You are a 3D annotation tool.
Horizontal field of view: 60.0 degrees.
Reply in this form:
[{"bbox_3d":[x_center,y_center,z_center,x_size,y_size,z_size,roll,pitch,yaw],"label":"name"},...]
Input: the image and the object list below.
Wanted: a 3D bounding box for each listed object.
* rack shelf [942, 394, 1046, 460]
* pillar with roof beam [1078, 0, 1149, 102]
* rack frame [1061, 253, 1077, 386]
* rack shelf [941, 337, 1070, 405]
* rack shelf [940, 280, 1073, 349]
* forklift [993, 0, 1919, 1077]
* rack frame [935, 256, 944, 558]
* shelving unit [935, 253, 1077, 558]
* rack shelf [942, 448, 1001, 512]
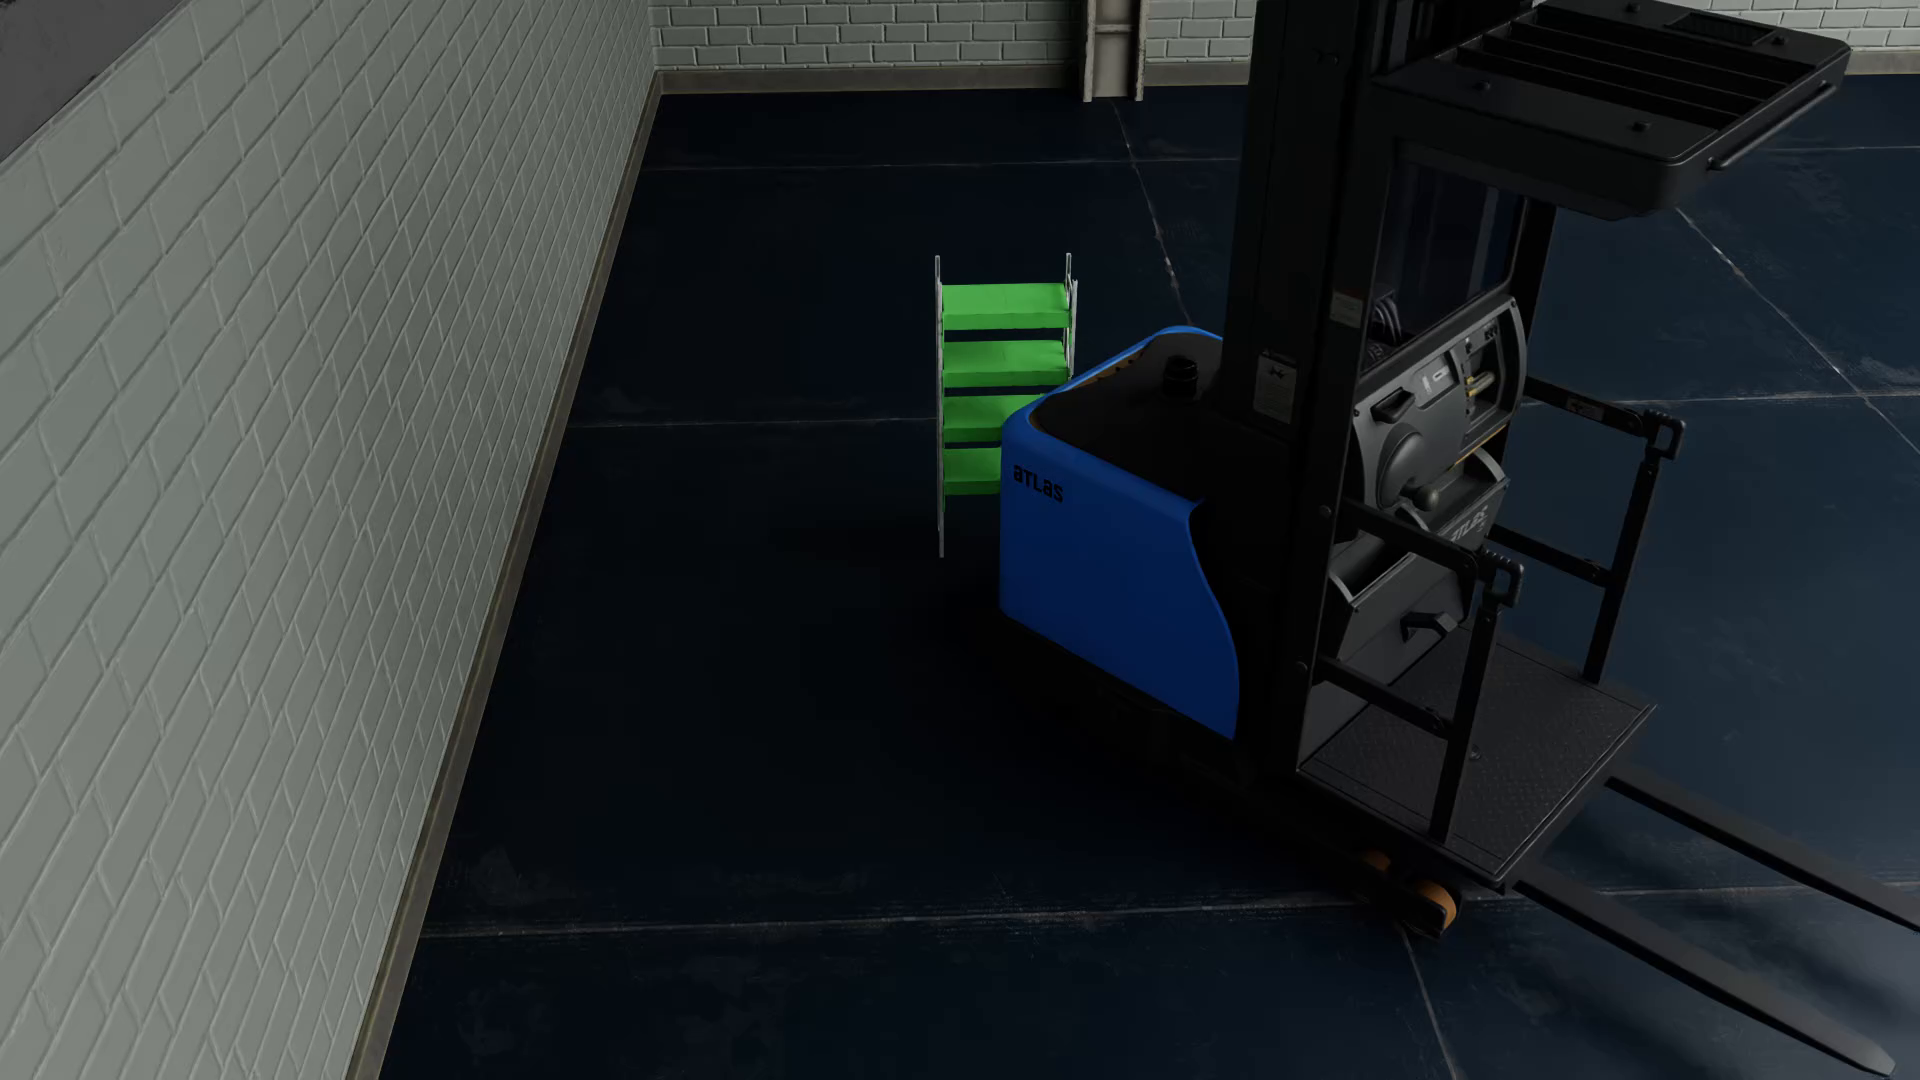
[{"bbox_3d":[0.165,-0.445,6.451,0.480,0.148,0.258,-2,35,-2],"label":"rack shelf"},{"bbox_3d":[1.199,-4.220,4.940,0.400,9.000,9.100,-2,35,-2],"label":"pillar with roof beam"},{"bbox_3d":[0.409,-0.504,6.424,0.015,1.200,0.240,-2,35,-2],"label":"rack frame"},{"bbox_3d":[0.165,-0.643,6.315,0.480,0.148,0.258,-2,35,-2],"label":"rack shelf"},{"bbox_3d":[0.165,-0.840,6.178,0.480,0.148,0.258,-2,35,-2],"label":"rack shelf"},{"bbox_3d":[1.542,-0.348,4.678,3.031,2.935,1.130,28,43,34],"label":"forklift"},{"bbox_3d":[-0.078,-0.491,6.405,0.015,1.200,0.240,-2,35,-2],"label":"rack frame"},{"bbox_3d":[0.165,-0.498,6.415,0.503,1.200,0.258,-2,35,-2],"label":"shelving unit"},{"bbox_3d":[0.165,-0.248,6.588,0.480,0.148,0.258,-2,35,-2],"label":"rack shelf"}]
